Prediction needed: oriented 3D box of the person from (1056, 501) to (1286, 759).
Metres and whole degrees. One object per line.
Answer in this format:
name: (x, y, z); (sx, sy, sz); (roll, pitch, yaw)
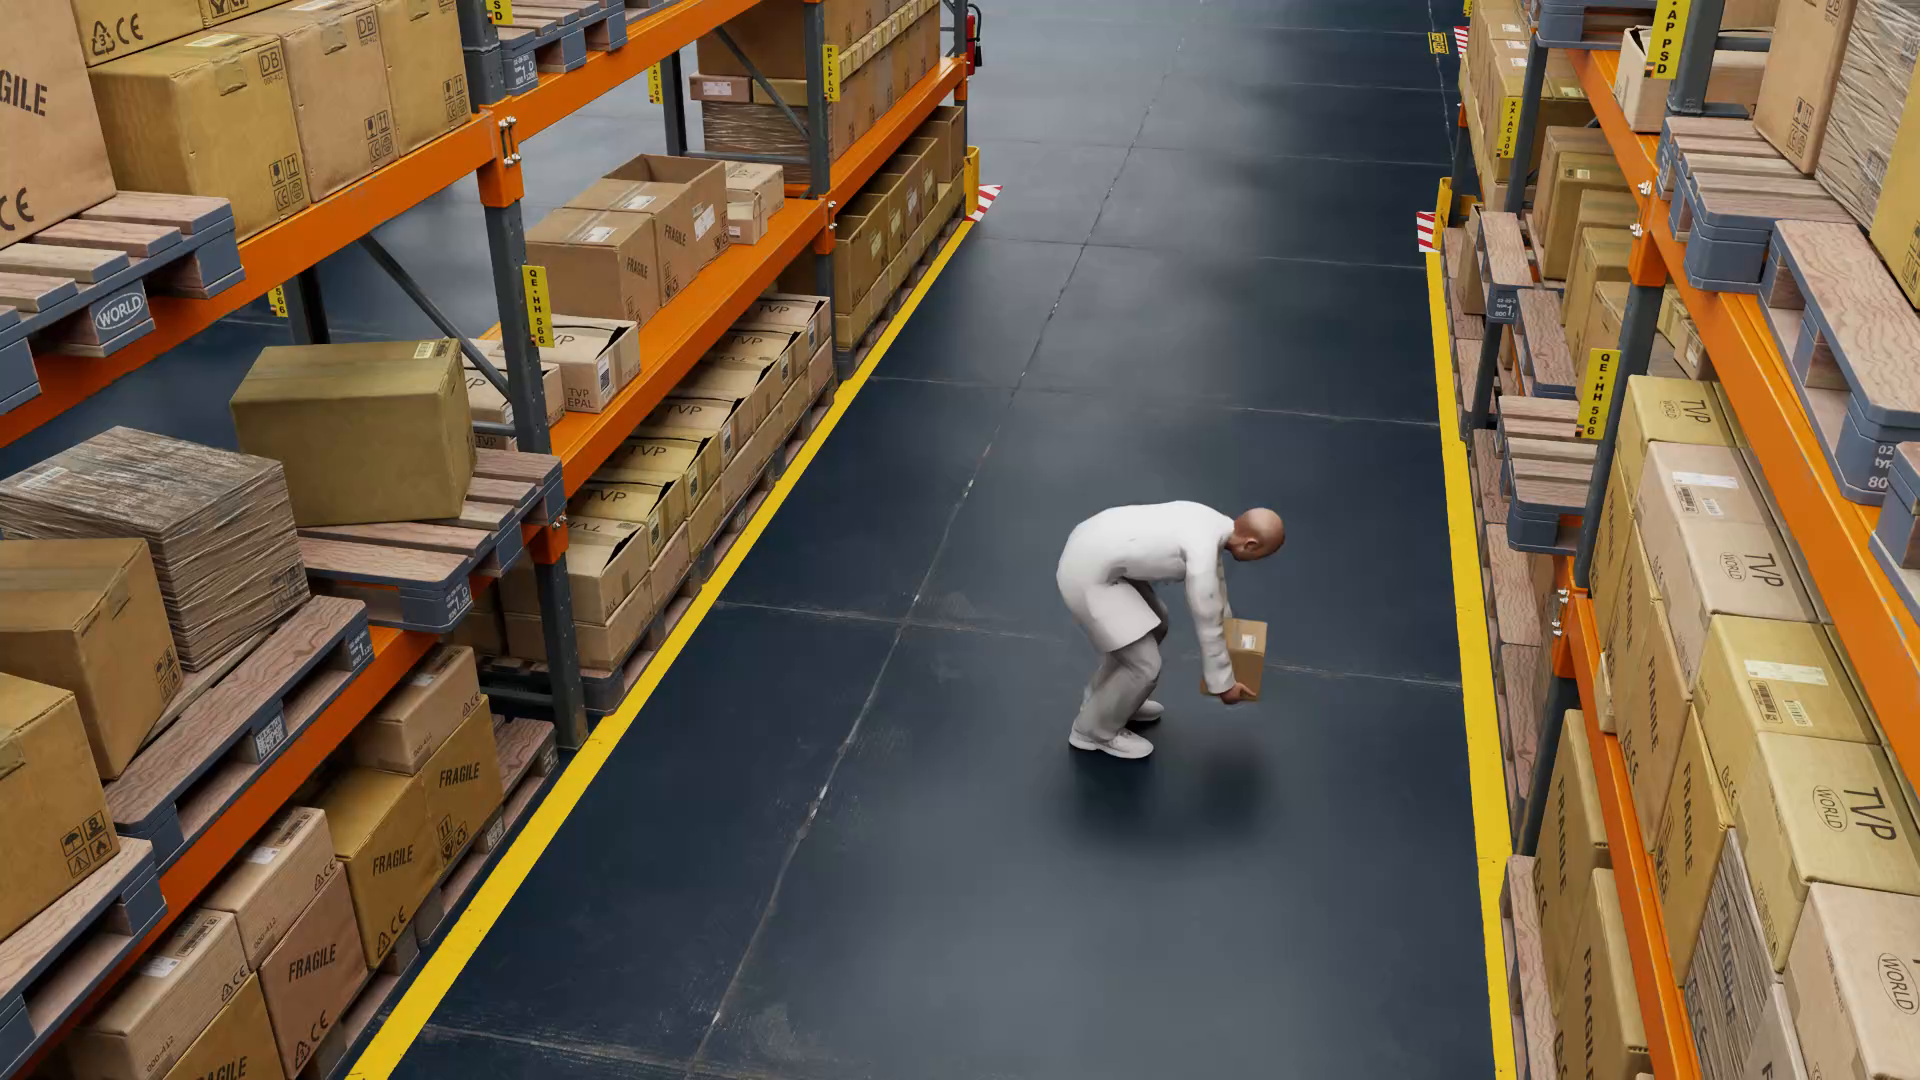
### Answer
person: (0.872, 0.389, 7.106); (0.935, 1.126, 0.542); (5, 29, 8)
